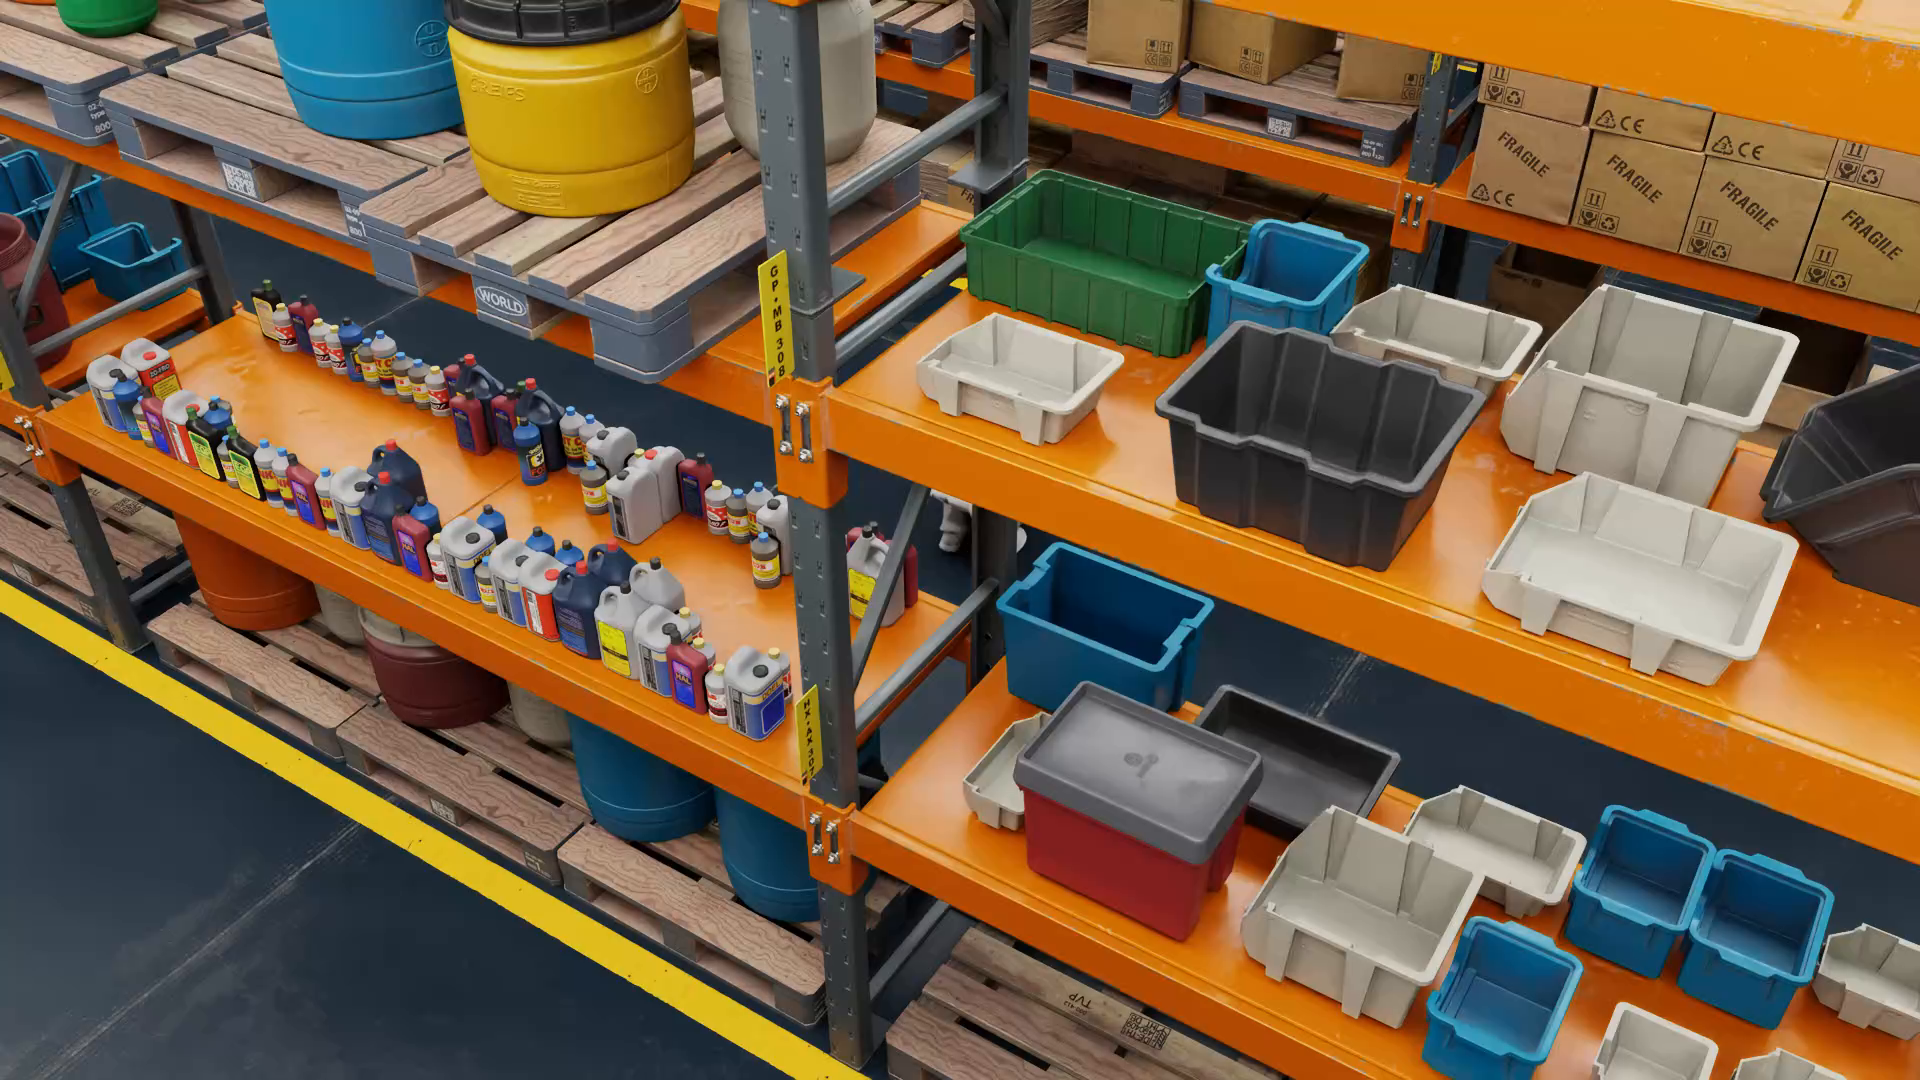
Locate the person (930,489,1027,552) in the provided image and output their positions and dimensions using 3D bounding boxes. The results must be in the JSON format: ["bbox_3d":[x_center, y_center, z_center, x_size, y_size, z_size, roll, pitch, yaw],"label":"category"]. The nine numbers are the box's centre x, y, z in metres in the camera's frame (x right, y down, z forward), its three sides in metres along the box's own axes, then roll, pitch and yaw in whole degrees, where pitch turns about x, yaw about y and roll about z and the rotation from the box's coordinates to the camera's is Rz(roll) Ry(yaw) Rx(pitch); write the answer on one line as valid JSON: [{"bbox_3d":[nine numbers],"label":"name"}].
[{"bbox_3d":[0.165,-0.354,7.971,0.570,0.814,0.929,20,42,24],"label":"person"}]
